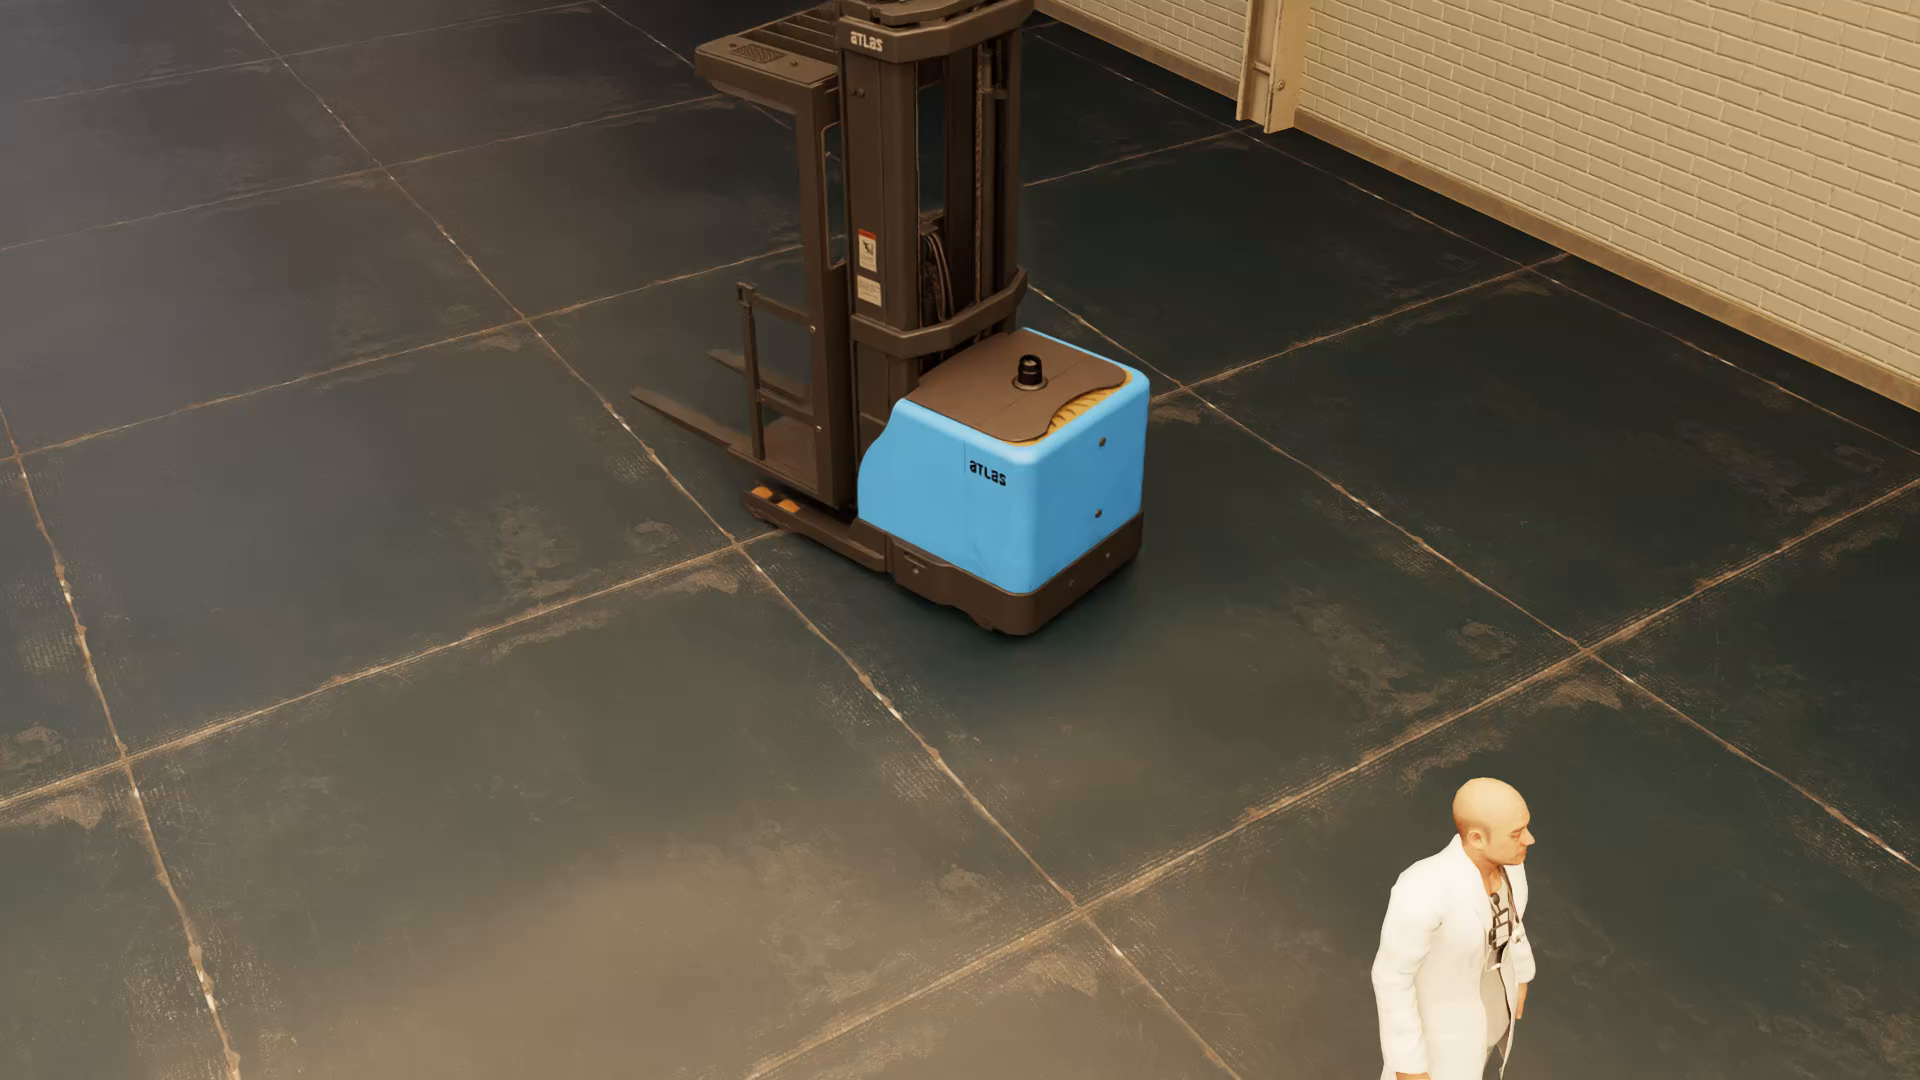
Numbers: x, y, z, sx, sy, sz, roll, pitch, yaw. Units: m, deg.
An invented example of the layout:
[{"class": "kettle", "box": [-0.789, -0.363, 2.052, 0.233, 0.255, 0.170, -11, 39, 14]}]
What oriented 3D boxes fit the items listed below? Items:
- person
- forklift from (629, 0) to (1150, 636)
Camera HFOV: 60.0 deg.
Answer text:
[{"class": "person", "box": [1.563, 1.495, 5.010, 0.696, 1.776, 0.581, -28, 43, -33]}, {"class": "forklift", "box": [-0.526, -1.450, 8.212, 3.031, 2.935, 1.130, 26, 43, 32]}]
